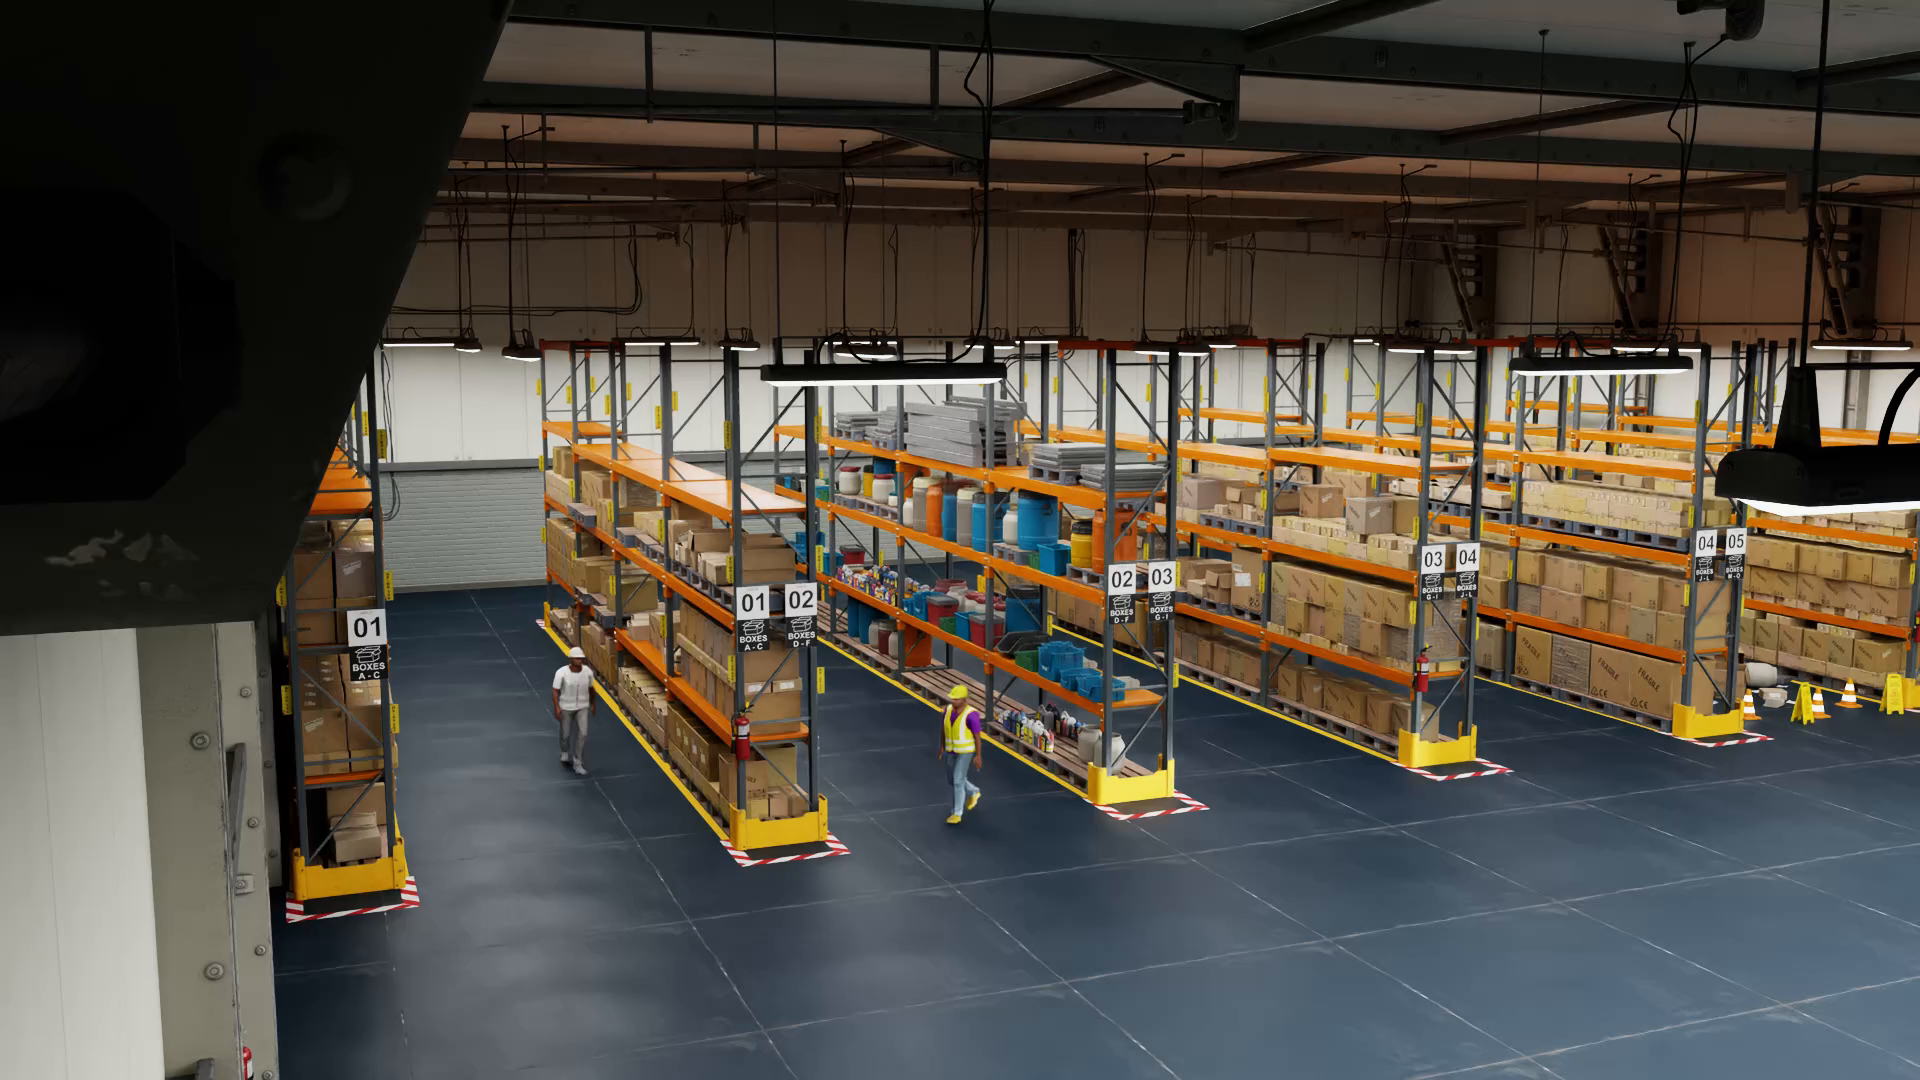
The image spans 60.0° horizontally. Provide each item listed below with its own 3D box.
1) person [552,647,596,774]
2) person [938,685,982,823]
[{"bbox_3d":[-5.487,2.407,23.732,0.665,1.765,0.773,-4,9,-29],"label":"person"},{"bbox_3d":[0.031,2.705,21.320,0.660,1.753,0.824,7,10,43],"label":"person"}]
